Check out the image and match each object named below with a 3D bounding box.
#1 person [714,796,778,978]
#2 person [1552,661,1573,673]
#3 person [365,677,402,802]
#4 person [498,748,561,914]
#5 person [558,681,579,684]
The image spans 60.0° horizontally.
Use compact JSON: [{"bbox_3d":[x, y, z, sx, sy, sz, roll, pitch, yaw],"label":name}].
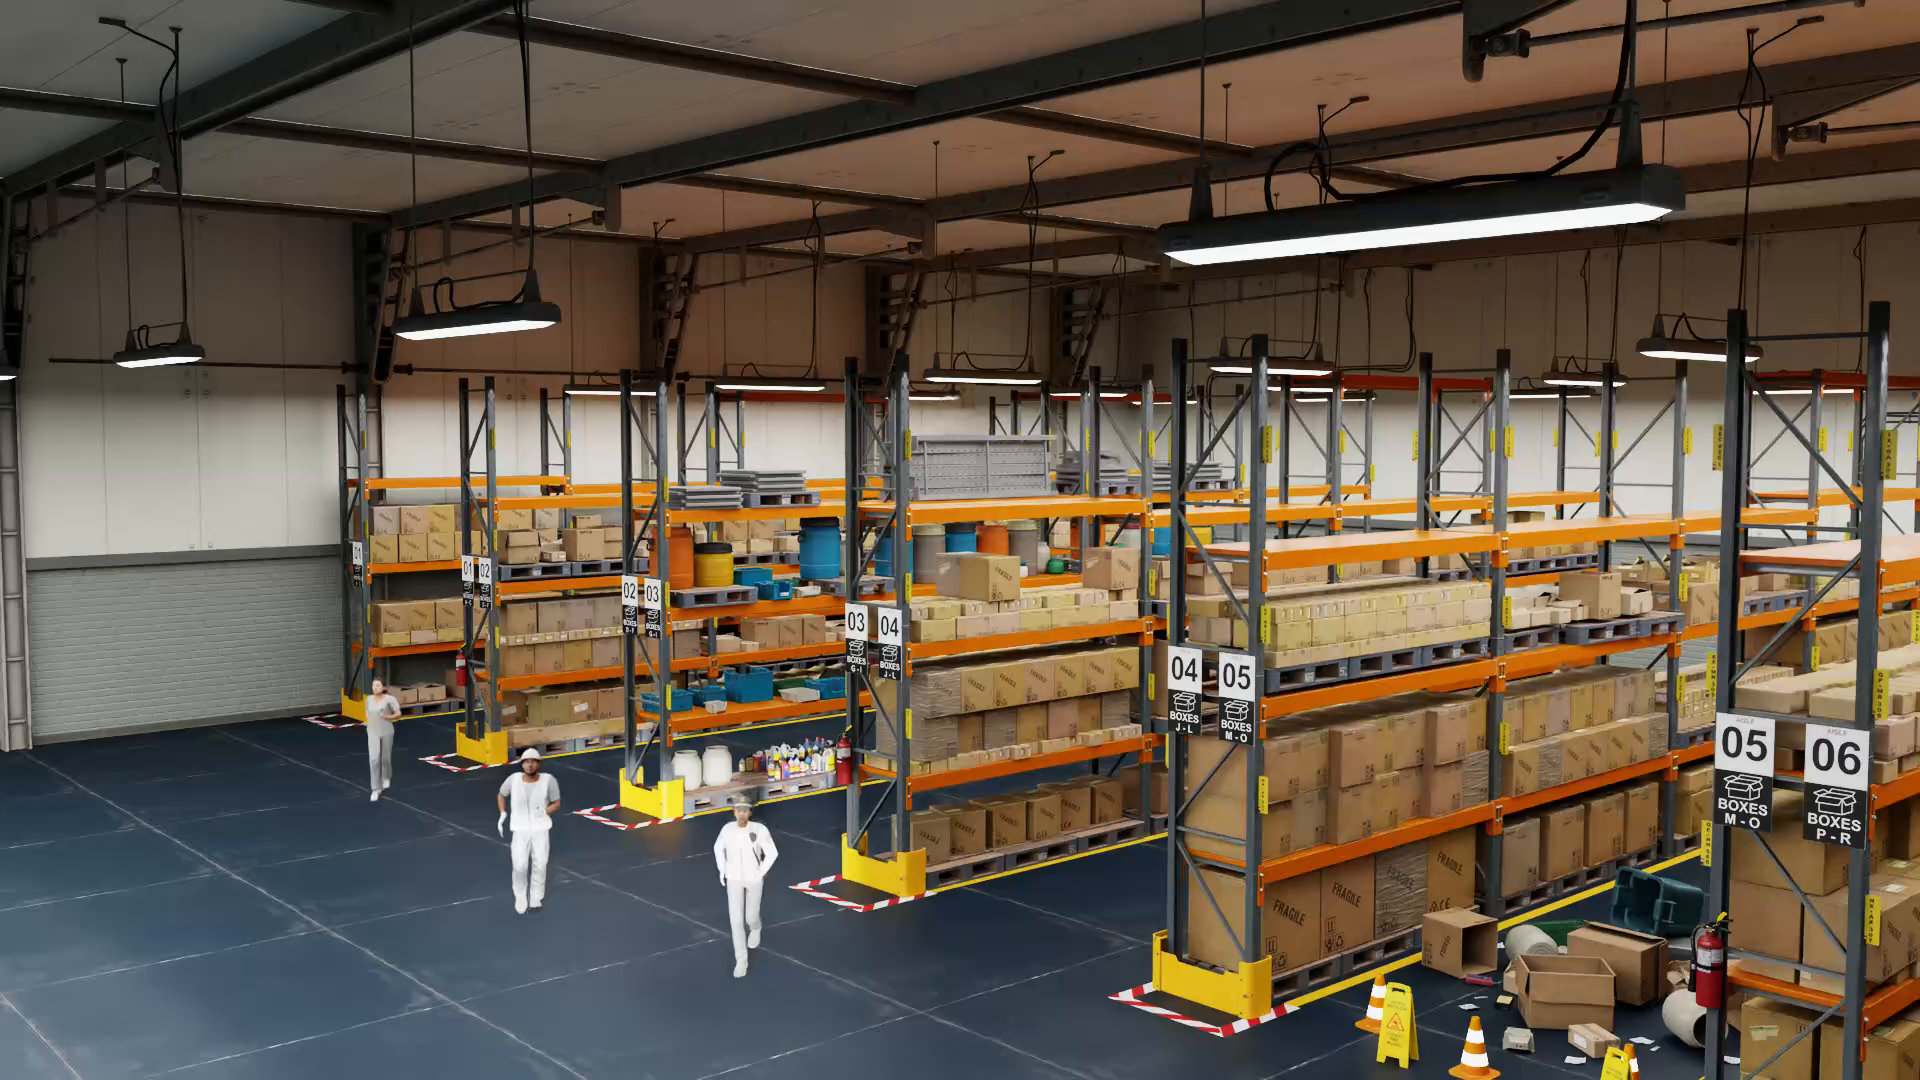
[{"bbox_3d":[-2.074,3.282,16.085,0.632,1.694,0.818,0,4,-1],"label":"person"},{"bbox_3d":[9.217,2.619,25.395,0.664,1.790,0.950,4,5,44],"label":"person"},{"bbox_3d":[-8.174,2.782,23.556,0.549,1.703,0.865,-1,4,-8],"label":"person"},{"bbox_3d":[-4.587,3.108,17.737,0.662,1.764,0.683,-1,4,-14],"label":"person"},{"bbox_3d":[-6.900,2.400,29.054,0.657,1.655,0.587,2,4,30],"label":"person"}]
